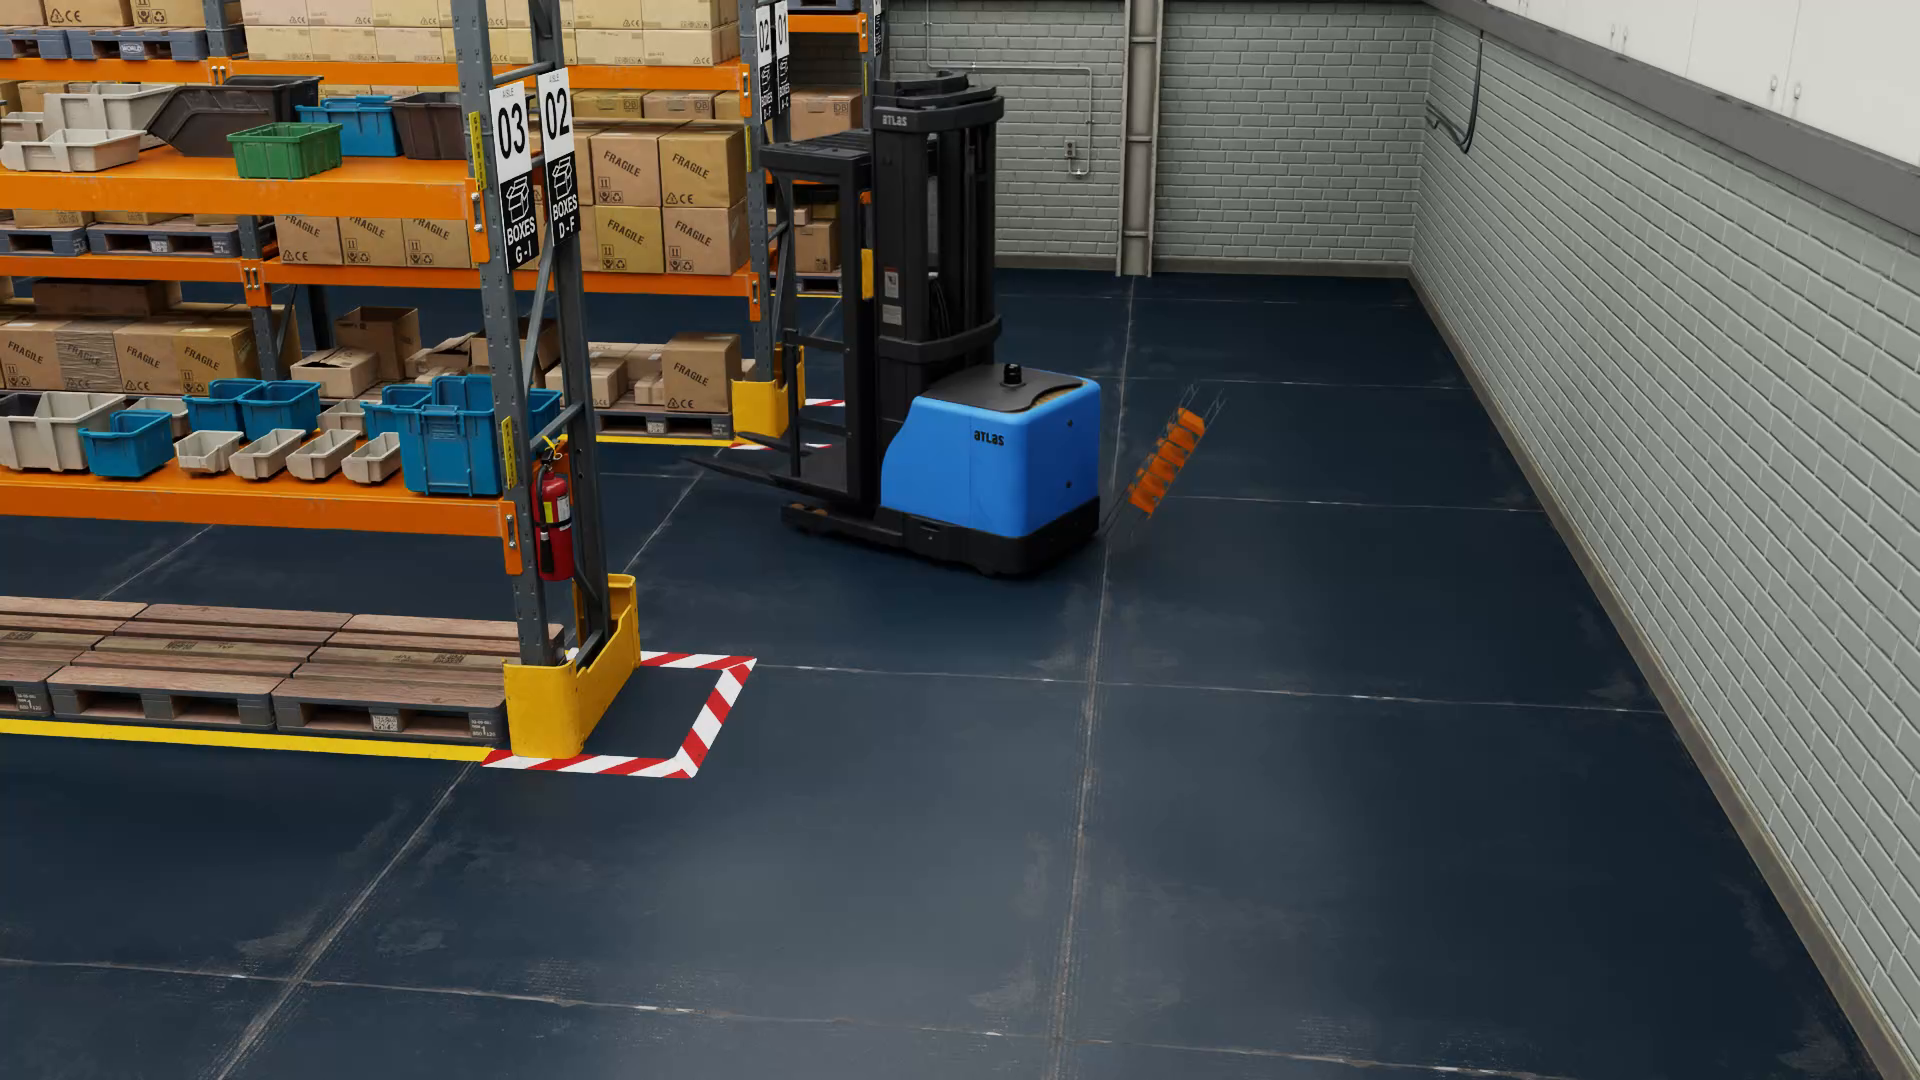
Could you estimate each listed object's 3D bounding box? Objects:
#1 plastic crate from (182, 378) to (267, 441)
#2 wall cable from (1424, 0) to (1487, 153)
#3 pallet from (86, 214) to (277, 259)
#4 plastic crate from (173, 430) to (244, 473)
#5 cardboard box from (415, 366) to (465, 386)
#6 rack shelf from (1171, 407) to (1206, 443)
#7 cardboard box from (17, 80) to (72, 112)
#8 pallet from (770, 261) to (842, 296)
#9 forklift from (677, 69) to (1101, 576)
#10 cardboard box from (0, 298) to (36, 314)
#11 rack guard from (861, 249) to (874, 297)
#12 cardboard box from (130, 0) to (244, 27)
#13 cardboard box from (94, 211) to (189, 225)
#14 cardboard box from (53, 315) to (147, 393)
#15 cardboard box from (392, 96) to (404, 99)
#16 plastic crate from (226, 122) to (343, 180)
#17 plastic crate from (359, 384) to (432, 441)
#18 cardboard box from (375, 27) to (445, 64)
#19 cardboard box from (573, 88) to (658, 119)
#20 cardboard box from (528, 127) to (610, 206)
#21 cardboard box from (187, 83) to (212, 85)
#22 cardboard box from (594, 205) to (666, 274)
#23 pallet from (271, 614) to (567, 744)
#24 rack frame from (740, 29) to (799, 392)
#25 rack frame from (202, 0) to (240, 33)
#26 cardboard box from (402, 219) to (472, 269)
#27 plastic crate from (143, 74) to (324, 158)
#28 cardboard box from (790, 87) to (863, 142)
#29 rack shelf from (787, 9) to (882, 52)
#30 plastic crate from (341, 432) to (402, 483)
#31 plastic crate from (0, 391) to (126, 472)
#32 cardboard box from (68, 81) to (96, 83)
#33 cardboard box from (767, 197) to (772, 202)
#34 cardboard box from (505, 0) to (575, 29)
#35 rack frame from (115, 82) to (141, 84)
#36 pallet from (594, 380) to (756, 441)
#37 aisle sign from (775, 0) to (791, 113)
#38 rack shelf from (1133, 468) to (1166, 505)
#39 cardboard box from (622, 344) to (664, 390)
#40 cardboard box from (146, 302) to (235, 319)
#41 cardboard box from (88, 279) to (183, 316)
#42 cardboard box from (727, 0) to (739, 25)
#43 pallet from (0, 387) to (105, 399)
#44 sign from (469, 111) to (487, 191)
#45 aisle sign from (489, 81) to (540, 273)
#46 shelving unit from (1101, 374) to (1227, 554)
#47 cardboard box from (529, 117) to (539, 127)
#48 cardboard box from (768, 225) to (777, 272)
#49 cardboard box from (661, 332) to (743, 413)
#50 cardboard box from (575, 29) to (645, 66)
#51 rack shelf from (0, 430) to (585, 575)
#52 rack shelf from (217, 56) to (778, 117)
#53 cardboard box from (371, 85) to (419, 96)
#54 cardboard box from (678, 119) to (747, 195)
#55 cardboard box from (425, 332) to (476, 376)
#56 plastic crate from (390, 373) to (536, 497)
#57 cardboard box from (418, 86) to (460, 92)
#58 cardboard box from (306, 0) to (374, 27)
[{"bbox_3d":[-3.836,-0.678,8.720,0.300,0.233,0.416,2,22,6],"label":"plastic crate"},{"bbox_3d":[4.716,-5.115,15.860,0.112,2.526,3.097,2,22,6],"label":"wall cable"},{"bbox_3d":[-6.190,-2.493,13.428,1.213,0.211,1.003,2,22,6],"label":"pallet"},{"bbox_3d":[-3.717,-0.428,8.220,0.250,0.136,0.298,2,22,6],"label":"plastic crate"},{"bbox_3d":[-4.158,-1.264,13.313,0.250,0.166,0.380,2,22,6],"label":"cardboard box"},{"bbox_3d":[1.438,-0.731,10.476,0.180,0.103,0.258,28,21,-7],"label":"rack shelf"},{"bbox_3d":[-9.829,-4.772,18.196,0.500,0.500,0.700,0,22,1],"label":"cardboard box"},{"bbox_3d":[-1.661,-2.853,17.870,1.213,0.211,1.003,2,22,6],"label":"pallet"},{"bbox_3d":[-0.587,-1.544,10.860,3.031,2.935,1.130,14,26,32],"label":"forklift"},{"bbox_3d":[-7.912,-1.746,14.078,0.500,0.500,0.500,2,22,4],"label":"cardboard box"},{"bbox_3d":[-0.834,-2.980,17.799,0.348,0.500,1.175,2,22,6],"label":"rack guard"},{"bbox_3d":[-5.901,-4.240,12.662,0.600,0.600,0.600,0,22,1],"label":"cardboard box"},{"bbox_3d":[-6.544,-2.859,13.384,0.500,0.500,0.700,6,22,15],"label":"cardboard box"},{"bbox_3d":[-6.921,-1.513,13.489,0.500,0.500,0.500,3,22,7],"label":"cardboard box"},{"bbox_3d":[-5.826,-4.457,17.567,0.500,0.500,0.500,3,22,7],"label":"cardboard box"},{"bbox_3d":[-3.037,-1.762,7.524,0.336,0.188,0.450,2,22,6],"label":"plastic crate"},{"bbox_3d":[-2.884,-0.636,8.615,0.300,0.233,0.416,2,22,6],"label":"plastic crate"},{"bbox_3d":[-3.964,-3.677,12.284,0.500,0.250,0.500,2,22,6],"label":"cardboard box"},{"bbox_3d":[-3.569,-4.393,17.565,0.700,0.700,0.980,2,22,5],"label":"cardboard box"},{"bbox_3d":[-2.929,-2.808,12.466,0.500,0.500,0.500,3,22,8],"label":"cardboard box"},{"bbox_3d":[-7.848,-4.896,17.657,0.500,0.250,0.500,2,22,6],"label":"cardboard box"},{"bbox_3d":[-2.430,-2.323,12.599,0.500,0.500,0.500,3,22,7],"label":"cardboard box"},{"bbox_3d":[-2.839,0.720,8.831,1.213,0.211,1.003,2,22,6],"label":"pallet"},{"bbox_3d":[-1.437,-2.335,12.766,0.127,3.000,1.000,2,22,6],"label":"rack frame"},{"bbox_3d":[-5.410,-5.298,12.101,0.127,3.000,1.000,2,22,6],"label":"rack frame"},{"bbox_3d":[-3.930,-2.390,12.768,0.500,0.500,0.500,2,22,6],"label":"cardboard box"},{"bbox_3d":[-3.509,-2.059,8.073,0.767,0.338,0.504,2,22,6],"label":"plastic crate"},{"bbox_3d":[-1.366,-4.302,17.333,0.700,0.700,0.980,3,22,9],"label":"cardboard box"},{"bbox_3d":[-2.844,-5.291,17.141,4.000,0.370,1.077,2,22,6],"label":"rack shelf"},{"bbox_3d":[-2.855,-0.401,8.152,0.243,0.136,0.396,2,22,6],"label":"plastic crate"},{"bbox_3d":[-4.502,-0.539,8.304,0.530,0.282,0.437,2,22,6],"label":"plastic crate"},{"bbox_3d":[-9.470,-5.055,18.030,0.250,0.149,0.380,-1,22,-3],"label":"cardboard box"},{"bbox_3d":[-2.169,-3.572,17.842,0.250,0.149,0.380,3,22,7],"label":"cardboard box"},{"bbox_3d":[-2.970,-3.866,12.084,0.500,0.250,0.500,2,22,6],"label":"cardboard box"},{"bbox_3d":[-8.803,-4.490,18.217,0.127,3.000,1.000,2,22,6],"label":"rack frame"},{"bbox_3d":[-2.305,-1.076,13.374,1.213,0.211,1.003,2,22,6],"label":"pallet"},{"bbox_3d":[-1.335,-3.648,12.552,0.004,0.787,0.394,2,22,6],"label":"aisle sign"},{"bbox_3d":[1.207,-0.347,10.647,0.180,0.103,0.258,28,21,-7],"label":"rack shelf"},{"bbox_3d":[-2.441,-1.410,13.567,0.500,0.250,0.500,2,22,6],"label":"cardboard box"},{"bbox_3d":[-6.392,-1.679,13.909,0.500,0.500,0.500,3,22,7],"label":"cardboard box"},{"bbox_3d":[-6.854,-2.052,13.832,0.500,0.250,0.500,3,22,6],"label":"cardboard box"},{"bbox_3d":[-1.917,-4.010,12.447,0.500,0.250,0.500,2,22,6],"label":"cardboard box"},{"bbox_3d":[-7.437,-1.285,13.902,1.213,0.211,1.003,2,22,6],"label":"pallet"},{"bbox_3d":[-2.073,-1.672,7.150,0.005,0.325,0.100,2,22,6],"label":"sign"},{"bbox_3d":[-1.987,-1.626,7.436,0.004,0.787,0.394,2,22,6],"label":"aisle sign"},{"bbox_3d":[1.286,-0.479,10.588,0.189,1.200,0.258,28,21,-7],"label":"shelving unit"},{"bbox_3d":[-3.368,-3.027,13.021,0.500,0.500,0.500,2,22,6],"label":"cardboard box"},{"bbox_3d":[-2.062,-3.192,17.763,0.500,0.500,0.700,2,22,6],"label":"cardboard box"},{"bbox_3d":[-2.006,-1.311,12.977,0.500,0.500,0.500,2,22,6],"label":"cardboard box"},{"bbox_3d":[-2.474,-3.612,12.120,0.500,0.250,0.500,2,22,6],"label":"cardboard box"},{"bbox_3d":[-4.010,-0.279,8.544,4.000,0.370,1.077,2,22,6],"label":"rack shelf"},{"bbox_3d":[-3.424,-3.482,12.566,4.000,0.370,1.077,2,22,6],"label":"rack shelf"},{"bbox_3d":[-5.831,-4.812,17.444,0.500,0.250,0.500,3,22,7],"label":"cardboard box"},{"bbox_3d":[-1.847,-2.962,12.856,0.500,0.500,0.500,3,22,8],"label":"cardboard box"},{"bbox_3d":[-4.066,-1.509,13.735,0.500,0.311,0.500,2,22,6],"label":"cardboard box"},{"bbox_3d":[-2.379,-0.517,8.039,0.499,0.435,0.616,2,22,6],"label":"plastic crate"},{"bbox_3d":[-5.324,-4.787,17.380,0.500,0.250,0.500,3,22,8],"label":"cardboard box"},{"bbox_3d":[-4.459,-3.933,12.253,0.500,0.250,0.500,2,22,6],"label":"cardboard box"}]
